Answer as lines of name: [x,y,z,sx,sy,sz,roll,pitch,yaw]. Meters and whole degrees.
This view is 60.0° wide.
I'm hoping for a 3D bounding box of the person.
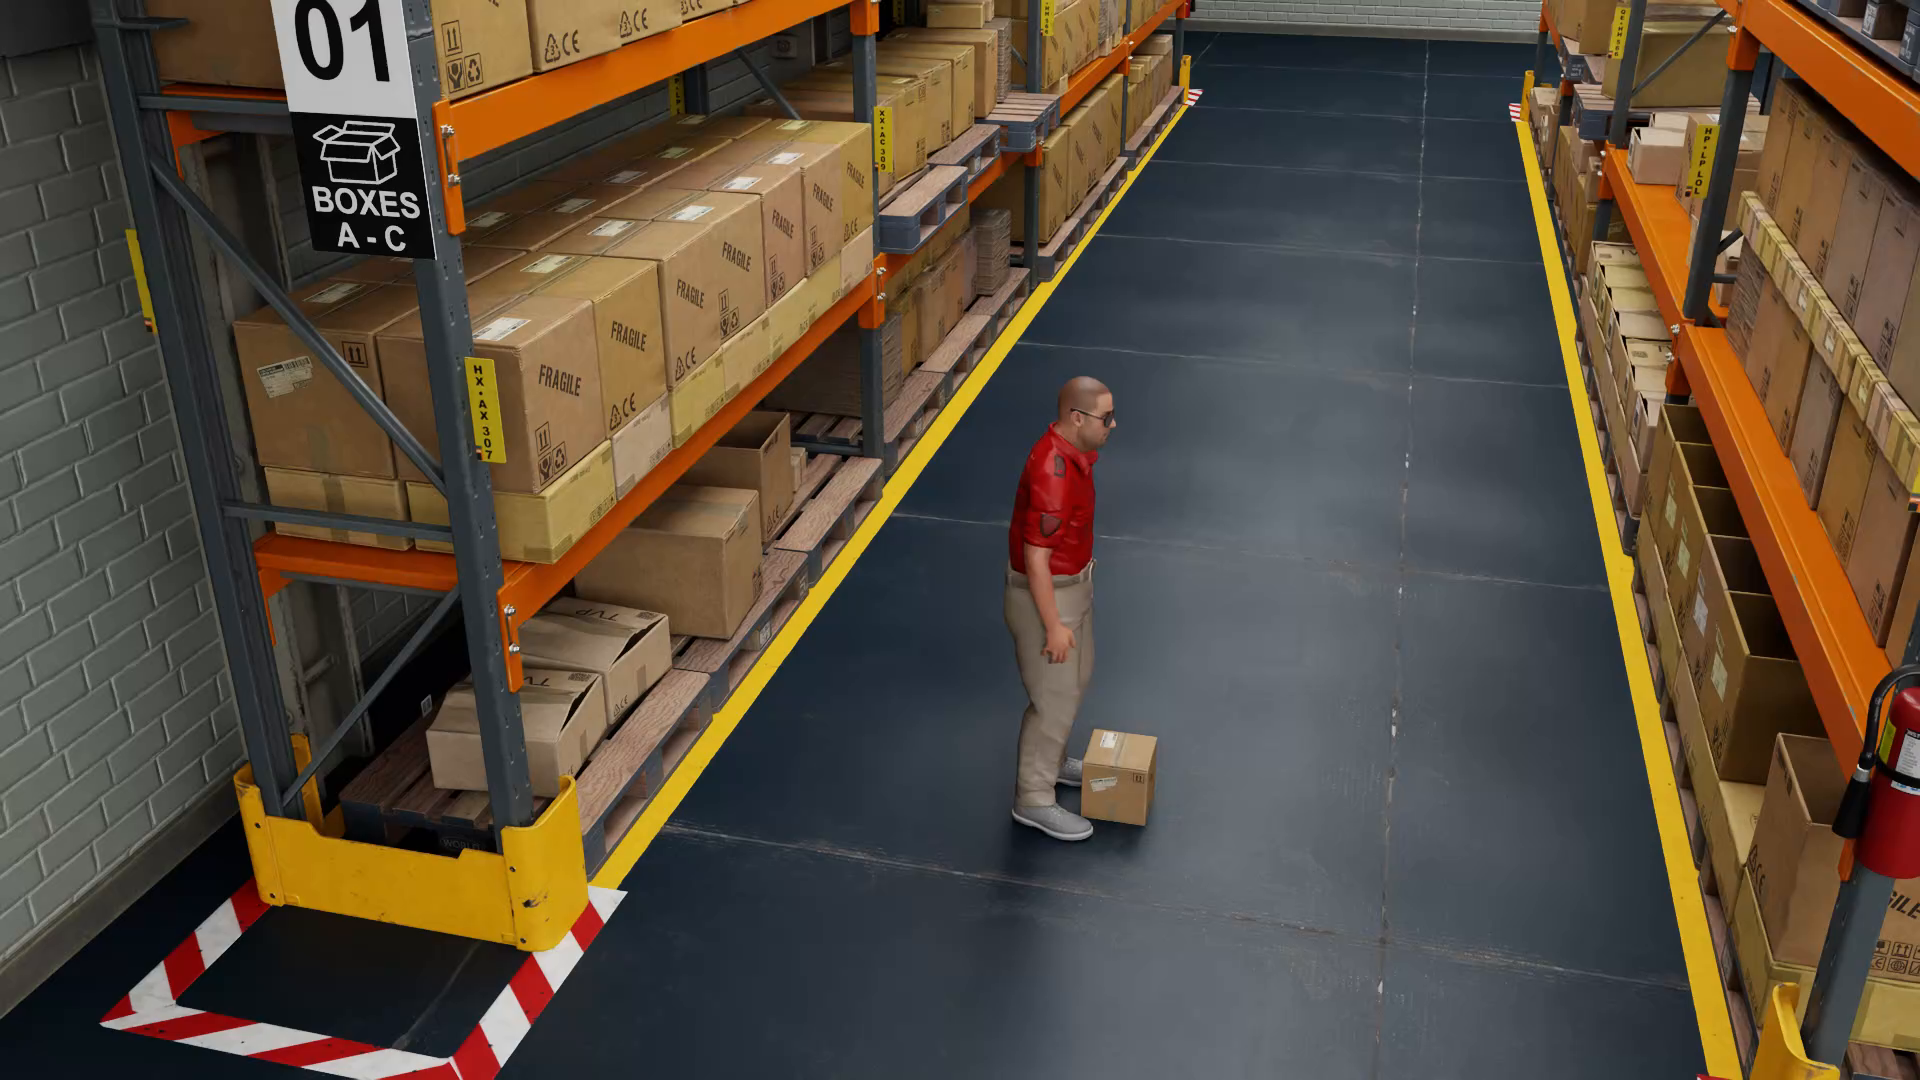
person: [0.368,0.219,6.158,0.386,1.726,0.594,6,26,12]
